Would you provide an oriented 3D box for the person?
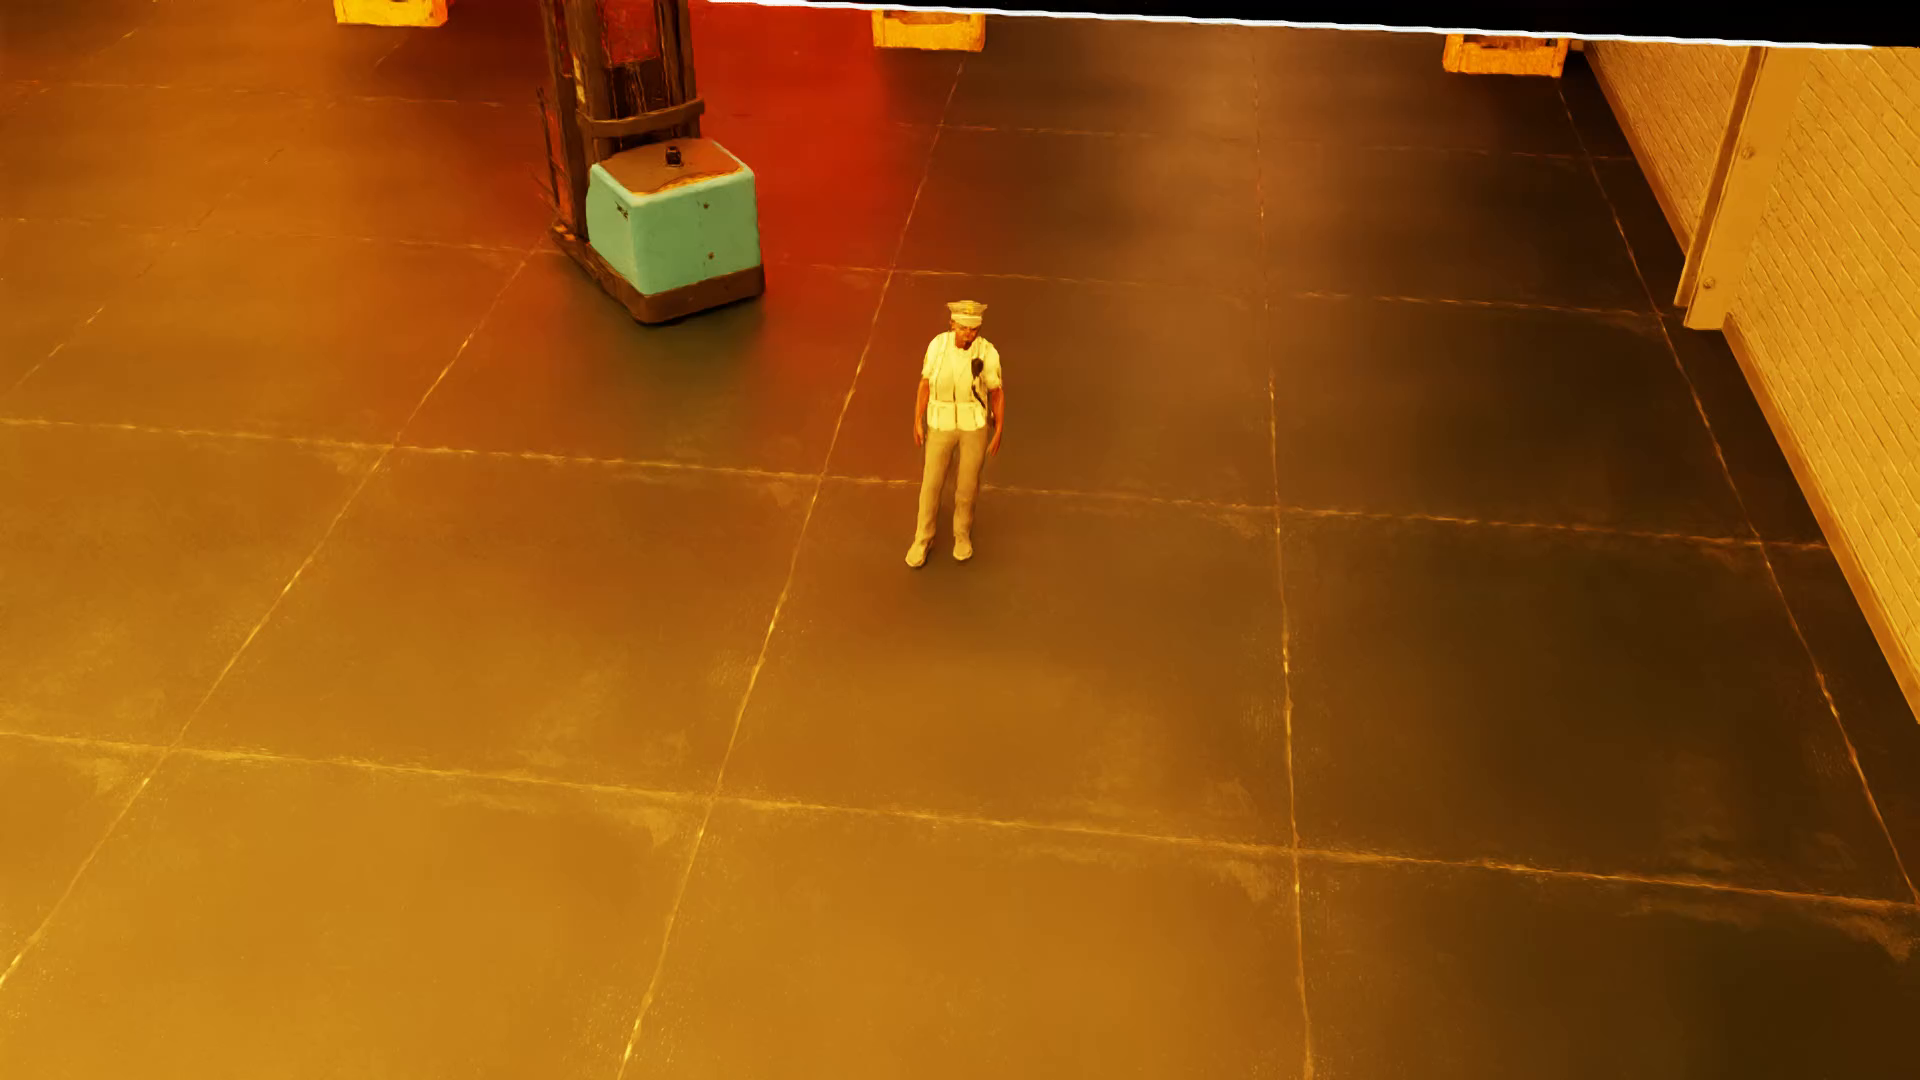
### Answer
[{"bbox_3d":[-0.029,-0.645,9.935,0.570,1.695,0.529,4,37,6],"label":"person"}]

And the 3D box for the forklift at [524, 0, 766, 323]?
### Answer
[{"bbox_3d":[-2.741,-3.667,13.005,1.130,2.935,3.031,-21,41,-26],"label":"forklift"}]
